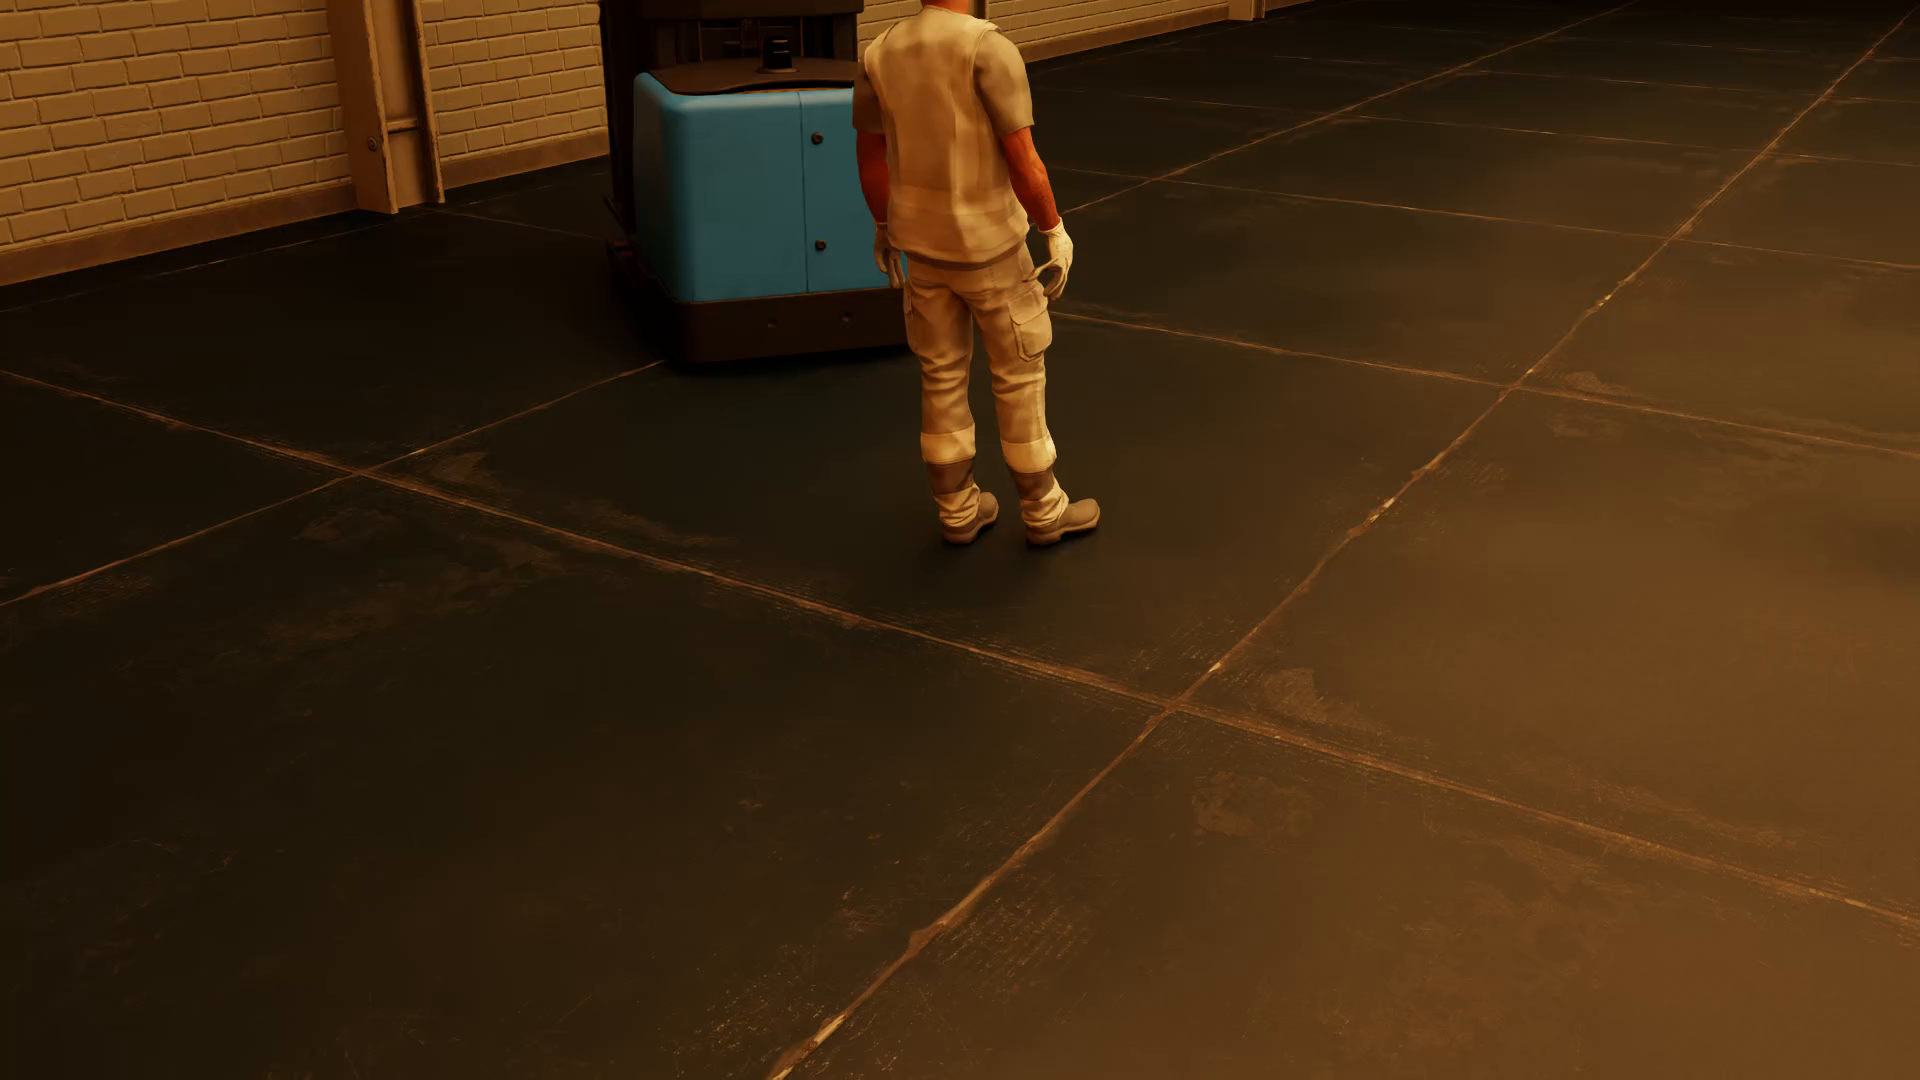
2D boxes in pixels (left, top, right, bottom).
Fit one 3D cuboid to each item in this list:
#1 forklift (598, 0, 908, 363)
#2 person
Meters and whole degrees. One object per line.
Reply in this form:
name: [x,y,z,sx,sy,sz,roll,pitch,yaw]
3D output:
forklift: [-1.066,-2.588,7.359,1.130,2.935,3.031,-7,24,-17]
person: [0.052,-0.853,4.742,0.638,1.789,0.562,14,27,30]
